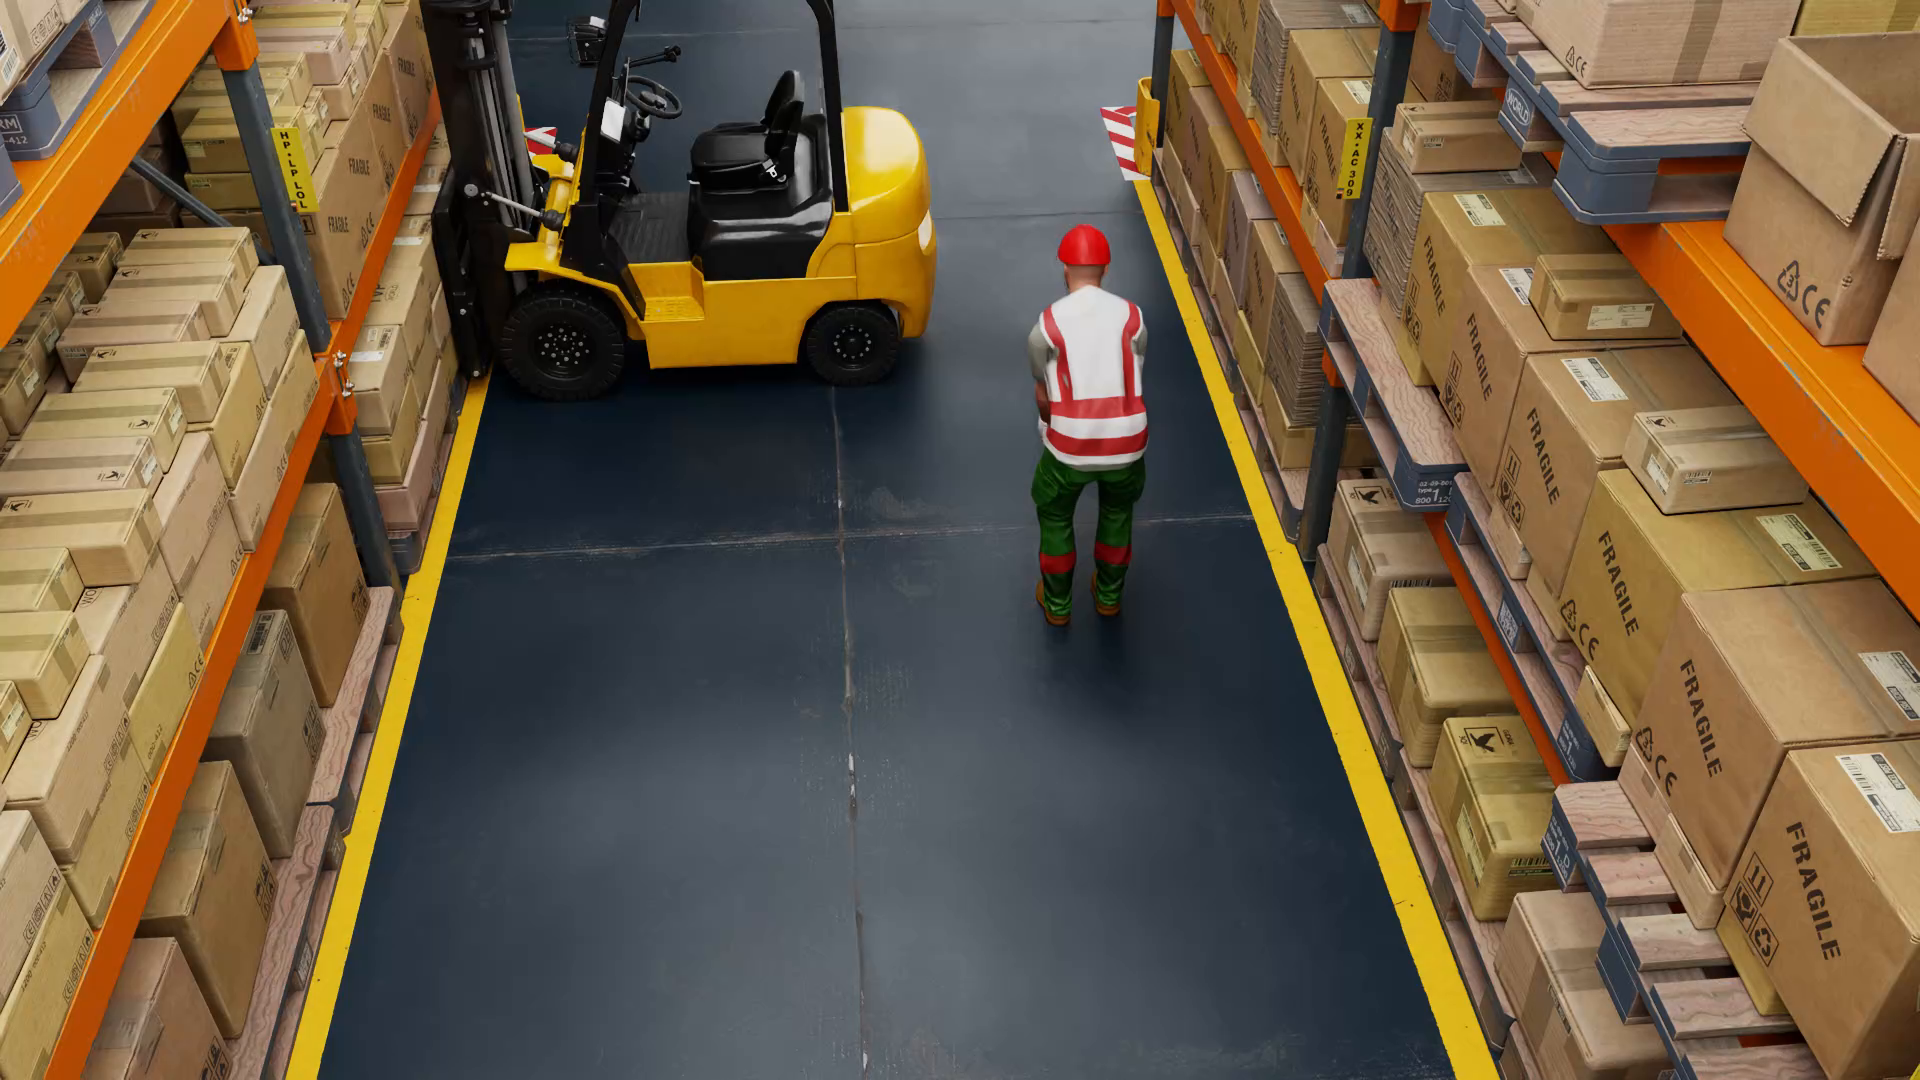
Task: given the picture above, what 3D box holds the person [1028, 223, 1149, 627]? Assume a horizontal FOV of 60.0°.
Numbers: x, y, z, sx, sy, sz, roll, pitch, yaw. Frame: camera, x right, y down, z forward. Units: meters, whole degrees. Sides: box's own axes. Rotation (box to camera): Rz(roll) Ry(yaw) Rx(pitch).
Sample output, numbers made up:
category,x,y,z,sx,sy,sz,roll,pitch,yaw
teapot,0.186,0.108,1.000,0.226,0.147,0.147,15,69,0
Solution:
category,x,y,z,sx,sy,sz,roll,pitch,yaw
person,0.510,-0.440,6.775,0.483,1.671,0.687,-4,39,-5
